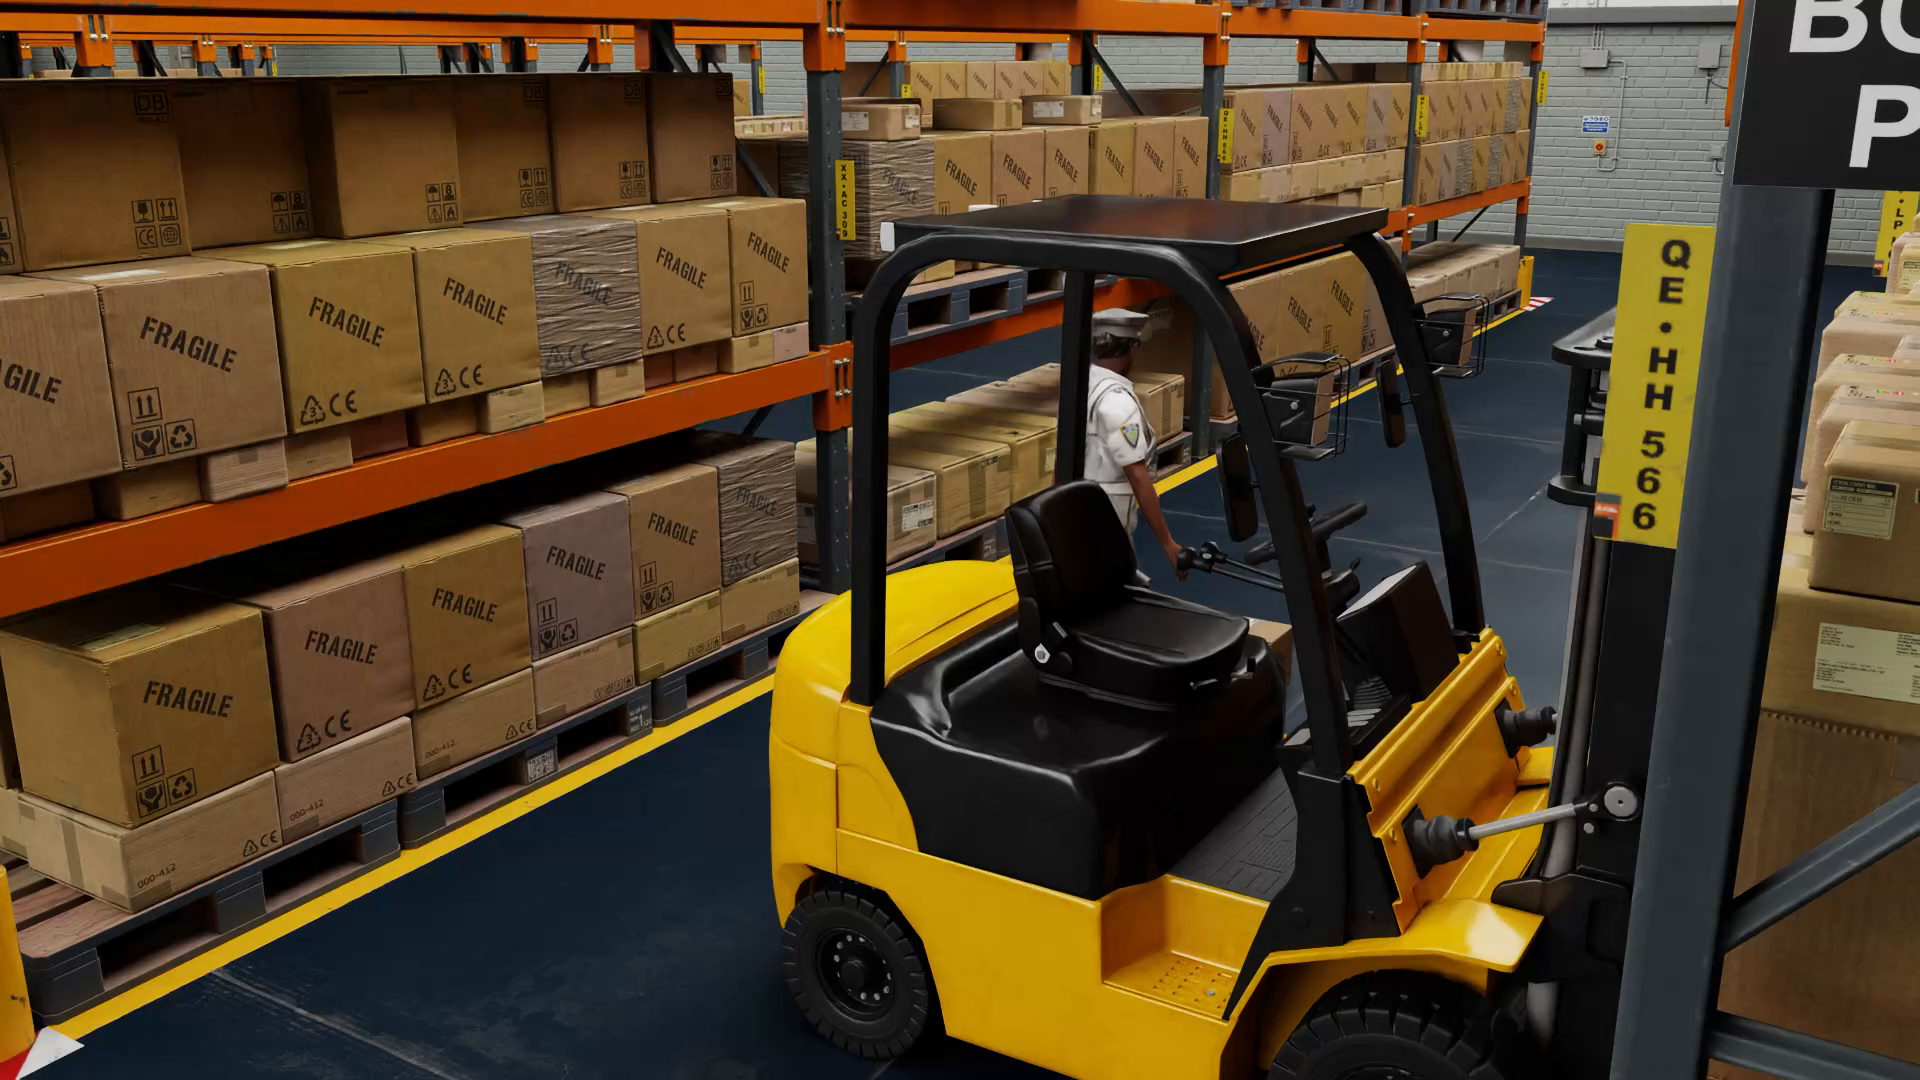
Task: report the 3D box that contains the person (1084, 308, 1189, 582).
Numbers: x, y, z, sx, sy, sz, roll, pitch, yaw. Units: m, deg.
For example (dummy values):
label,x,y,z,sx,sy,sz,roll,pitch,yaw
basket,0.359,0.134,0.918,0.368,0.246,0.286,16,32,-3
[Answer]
label,x,y,z,sx,sy,sz,roll,pitch,yaw
person,0.578,-0.035,6.131,0.880,1.608,0.544,-1,16,-3
